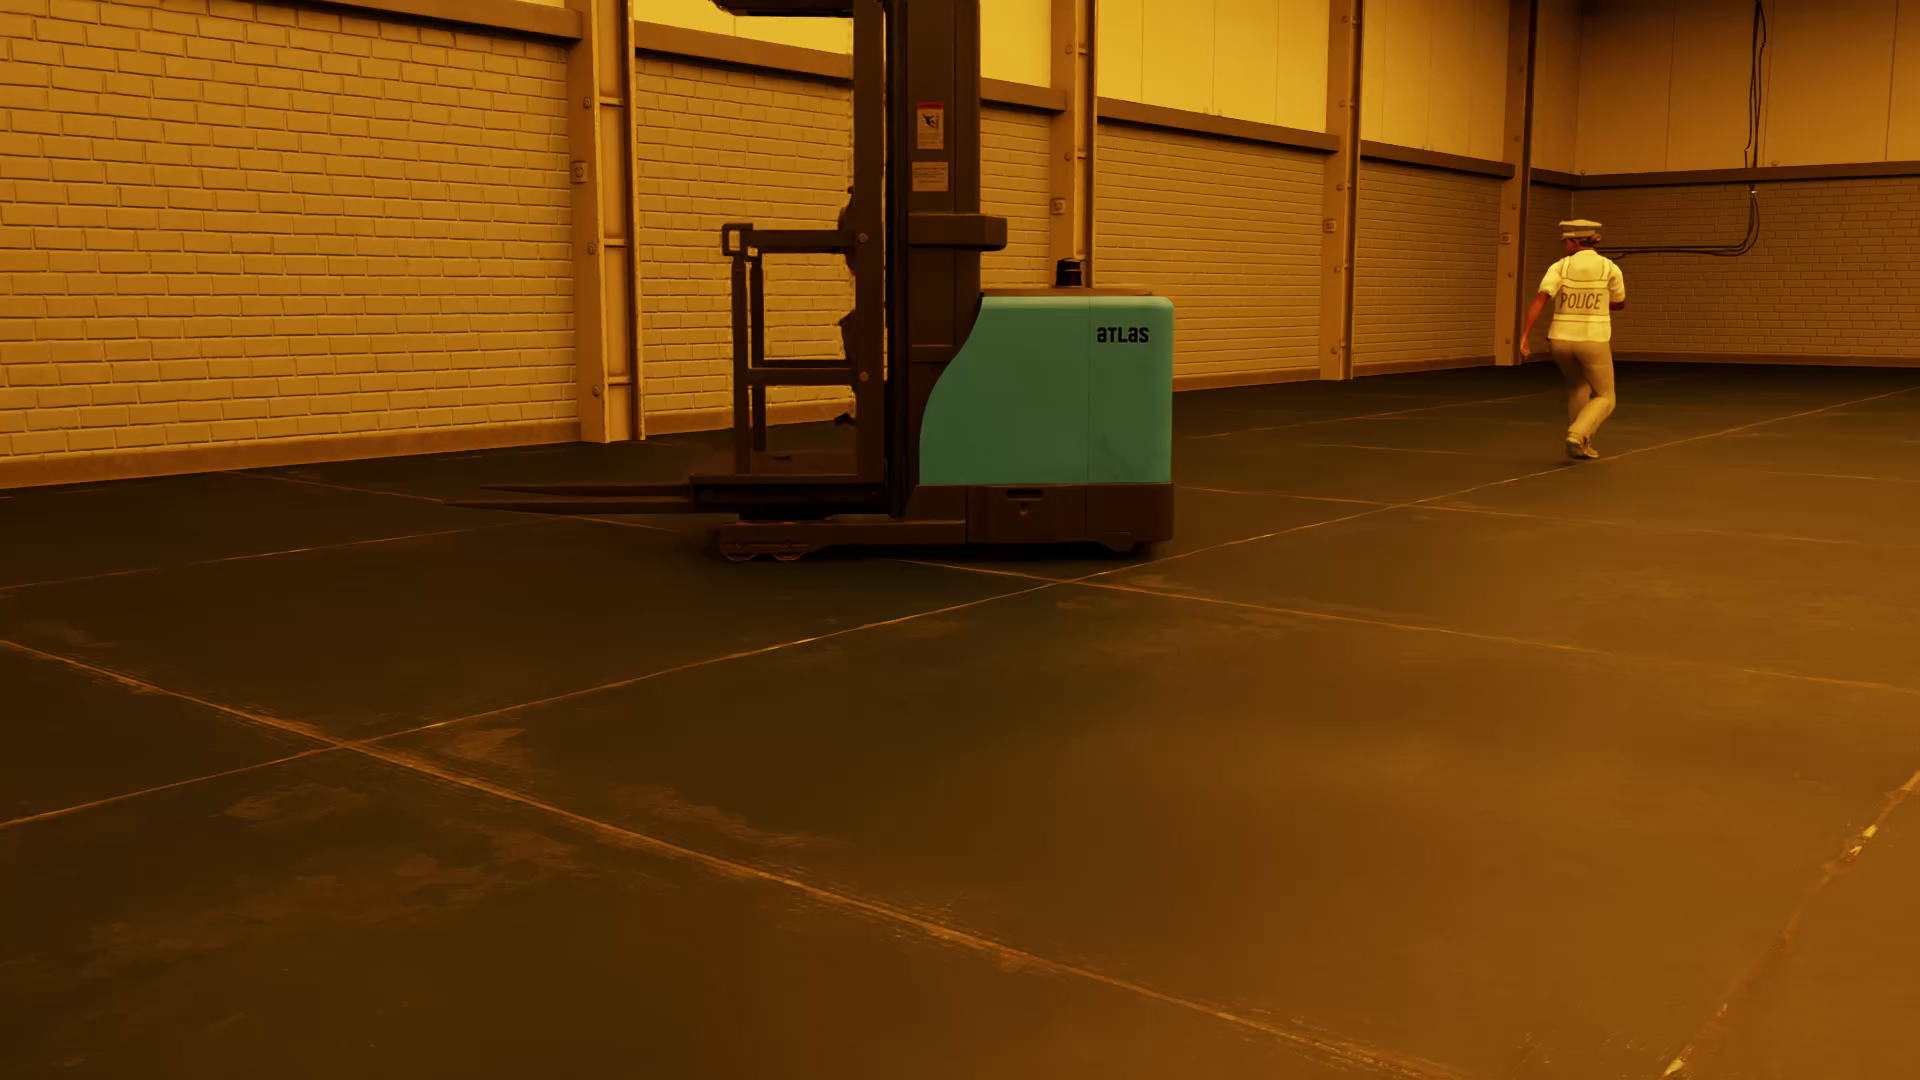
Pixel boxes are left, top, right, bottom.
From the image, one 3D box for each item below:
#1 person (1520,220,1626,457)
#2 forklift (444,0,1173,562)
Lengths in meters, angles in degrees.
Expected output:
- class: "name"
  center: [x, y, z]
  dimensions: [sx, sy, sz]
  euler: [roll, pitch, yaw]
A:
- class: "person"
  center: [4.065, -1.303, 10.938]
  dimensions: [0.503, 1.582, 0.787]
  euler: [7, 11, 40]
- class: "forklift"
  center: [-0.645, -1.438, 7.111]
  dimensions: [3.031, 2.935, 1.130]
  euler: [0, 8, -3]
